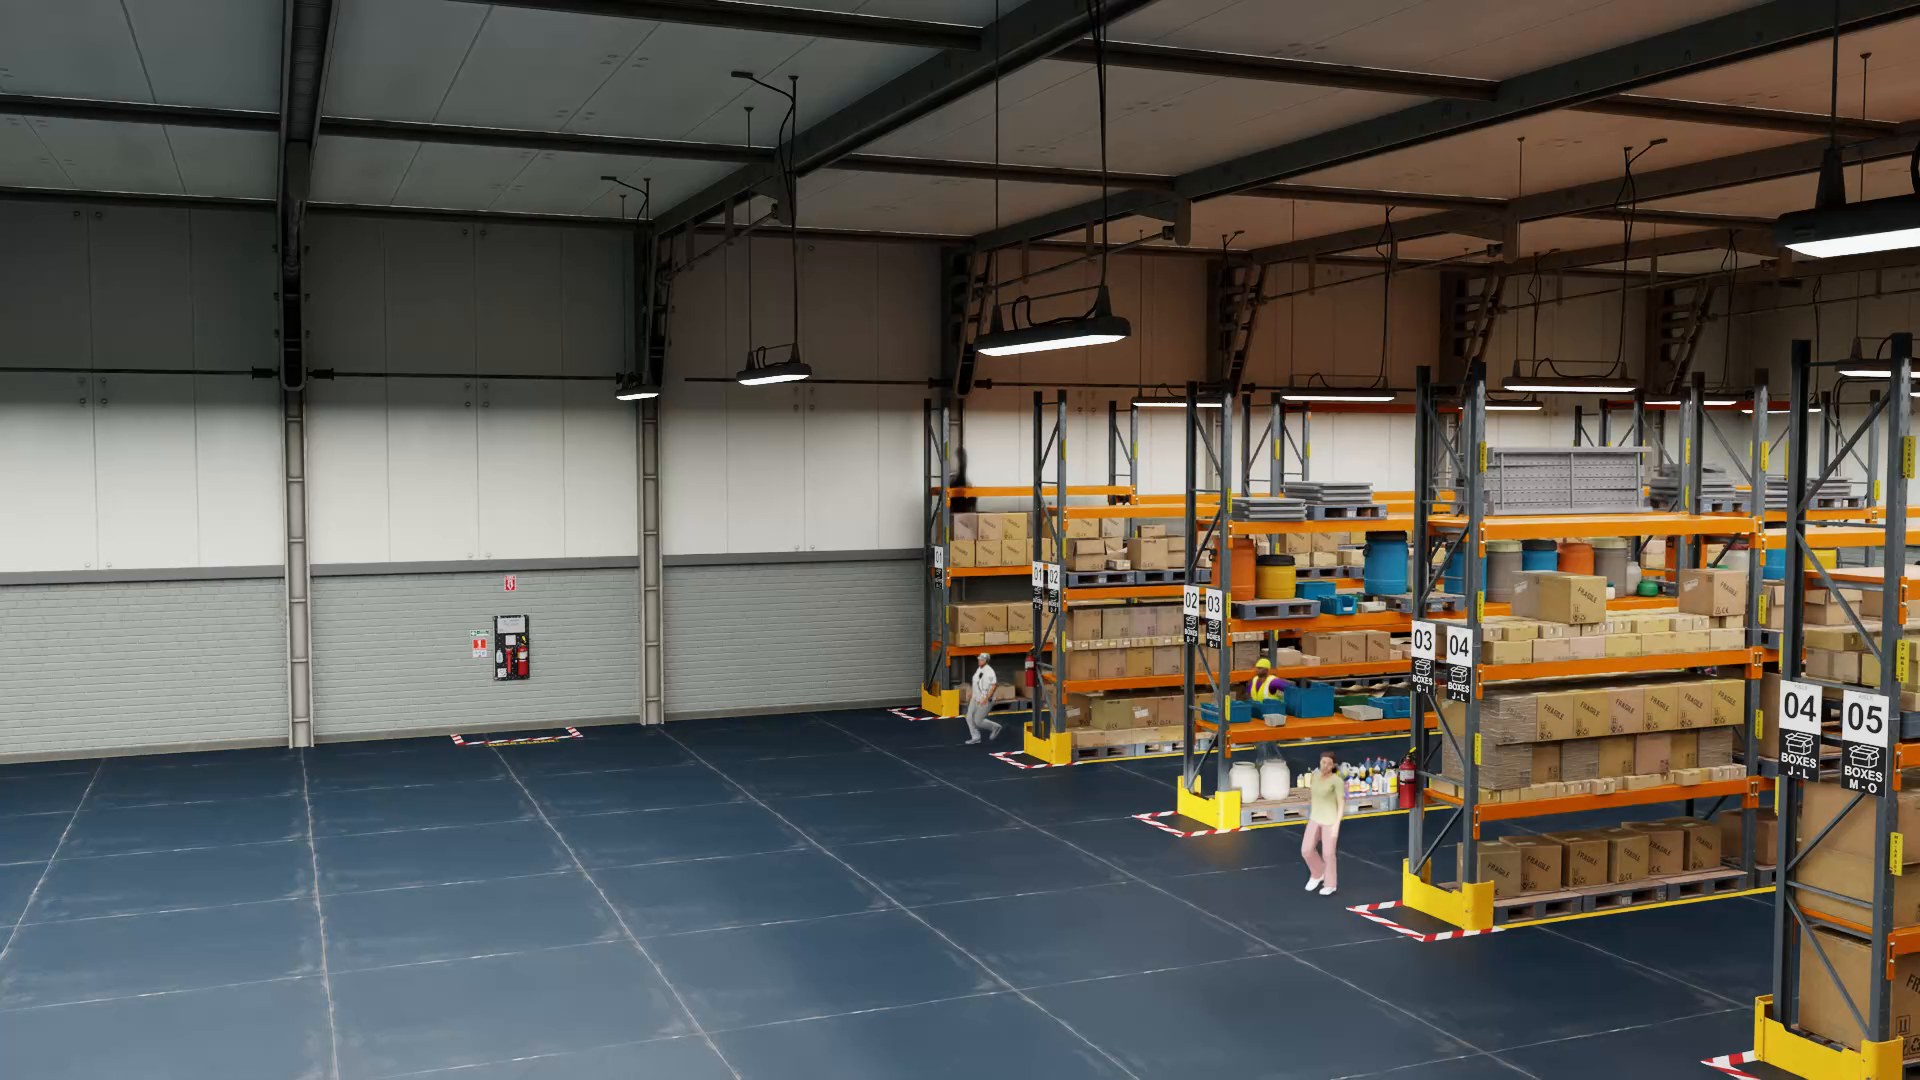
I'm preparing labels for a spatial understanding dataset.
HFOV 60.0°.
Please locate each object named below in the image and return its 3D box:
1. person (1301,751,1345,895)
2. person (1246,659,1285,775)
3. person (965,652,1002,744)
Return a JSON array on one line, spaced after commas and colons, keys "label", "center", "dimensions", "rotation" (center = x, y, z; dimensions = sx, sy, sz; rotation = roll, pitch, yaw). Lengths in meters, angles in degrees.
[{"label": "person", "center": [4.149, 3.209, 18.883], "dimensions": [0.506, 1.656, 0.470], "rotation": [3, 4, 41]}, {"label": "person", "center": [4.798, 2.754, 25.974], "dimensions": [0.722, 1.825, 0.658], "rotation": [-2, 4, -33]}, {"label": "person", "center": [0.452, 2.696, 28.306], "dimensions": [0.589, 1.601, 0.638], "rotation": [-2, 4, -30]}]
